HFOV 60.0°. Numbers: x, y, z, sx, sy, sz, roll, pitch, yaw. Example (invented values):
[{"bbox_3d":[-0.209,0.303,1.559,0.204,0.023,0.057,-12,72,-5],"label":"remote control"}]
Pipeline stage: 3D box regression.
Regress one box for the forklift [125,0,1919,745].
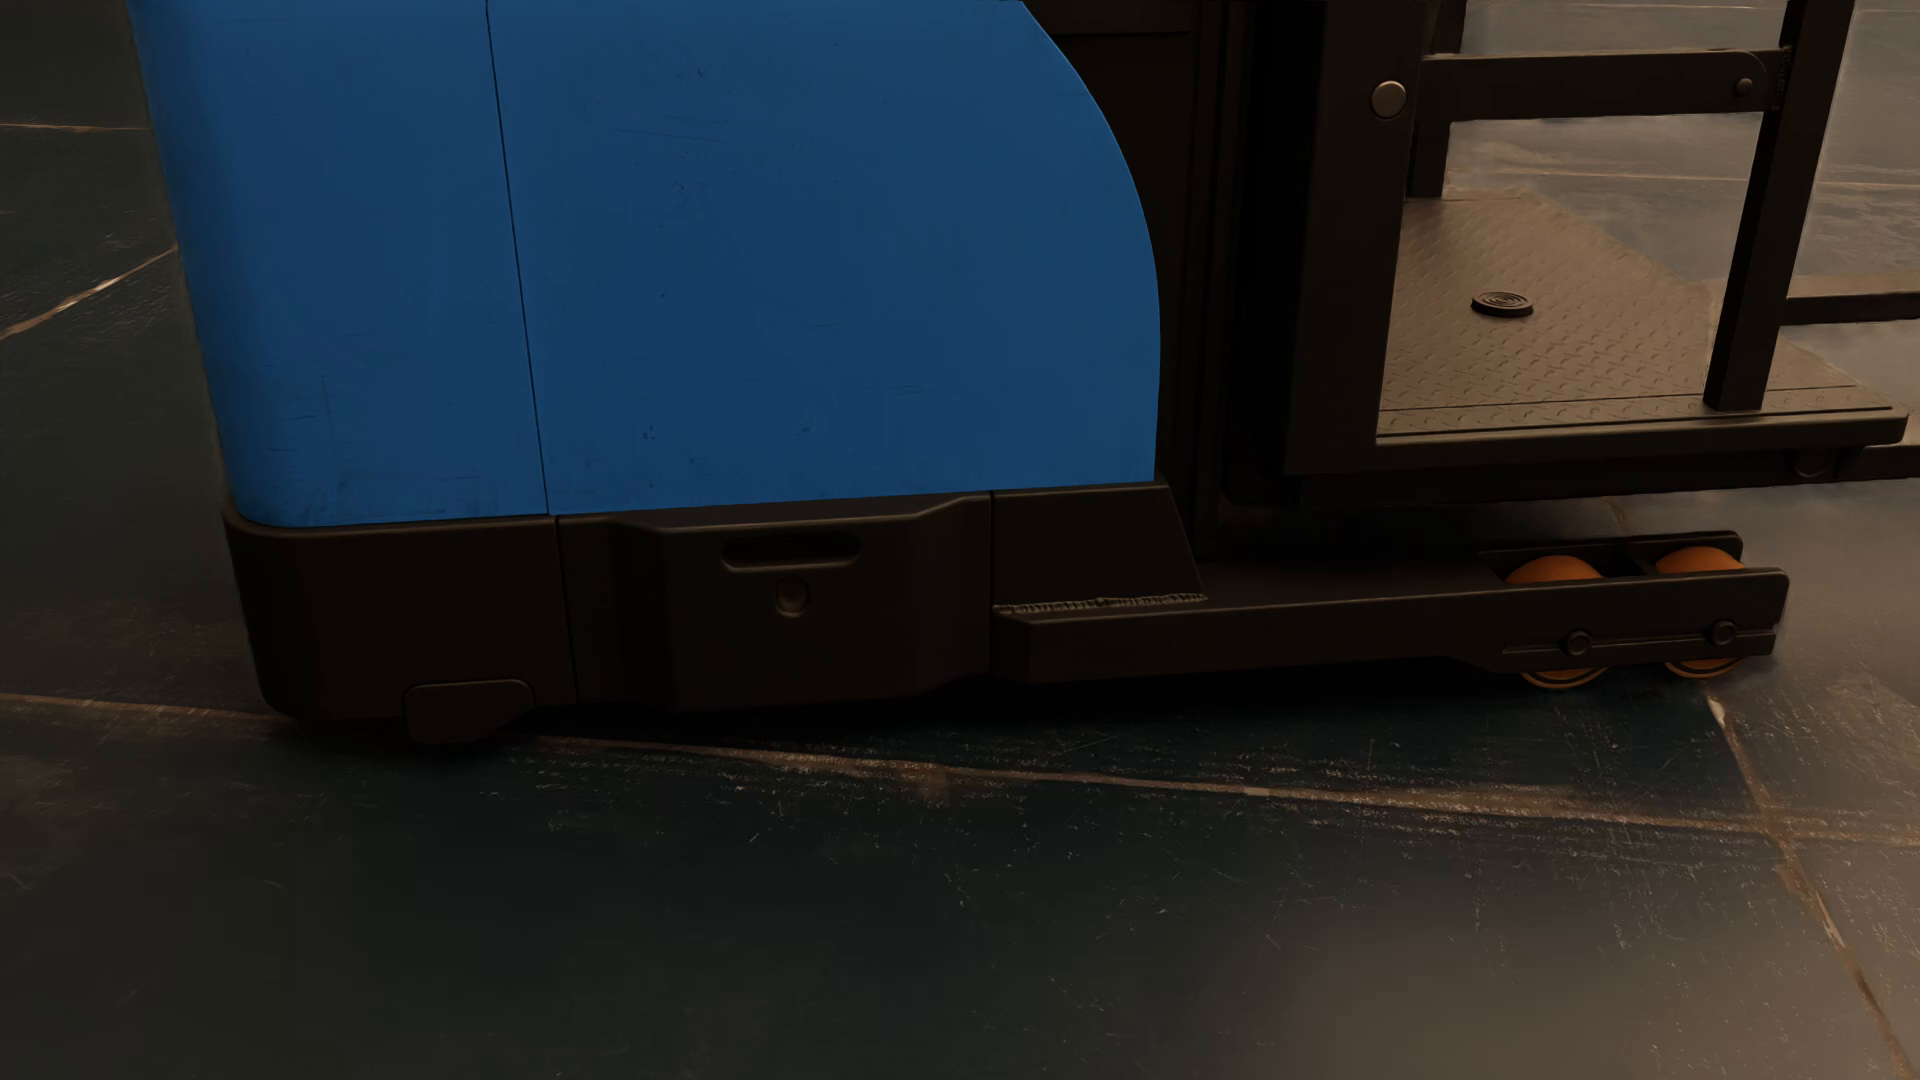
[{"bbox_3d":[0.607,-1.353,1.930,3.031,2.935,1.130,-3,27,-7],"label":"forklift"}]
